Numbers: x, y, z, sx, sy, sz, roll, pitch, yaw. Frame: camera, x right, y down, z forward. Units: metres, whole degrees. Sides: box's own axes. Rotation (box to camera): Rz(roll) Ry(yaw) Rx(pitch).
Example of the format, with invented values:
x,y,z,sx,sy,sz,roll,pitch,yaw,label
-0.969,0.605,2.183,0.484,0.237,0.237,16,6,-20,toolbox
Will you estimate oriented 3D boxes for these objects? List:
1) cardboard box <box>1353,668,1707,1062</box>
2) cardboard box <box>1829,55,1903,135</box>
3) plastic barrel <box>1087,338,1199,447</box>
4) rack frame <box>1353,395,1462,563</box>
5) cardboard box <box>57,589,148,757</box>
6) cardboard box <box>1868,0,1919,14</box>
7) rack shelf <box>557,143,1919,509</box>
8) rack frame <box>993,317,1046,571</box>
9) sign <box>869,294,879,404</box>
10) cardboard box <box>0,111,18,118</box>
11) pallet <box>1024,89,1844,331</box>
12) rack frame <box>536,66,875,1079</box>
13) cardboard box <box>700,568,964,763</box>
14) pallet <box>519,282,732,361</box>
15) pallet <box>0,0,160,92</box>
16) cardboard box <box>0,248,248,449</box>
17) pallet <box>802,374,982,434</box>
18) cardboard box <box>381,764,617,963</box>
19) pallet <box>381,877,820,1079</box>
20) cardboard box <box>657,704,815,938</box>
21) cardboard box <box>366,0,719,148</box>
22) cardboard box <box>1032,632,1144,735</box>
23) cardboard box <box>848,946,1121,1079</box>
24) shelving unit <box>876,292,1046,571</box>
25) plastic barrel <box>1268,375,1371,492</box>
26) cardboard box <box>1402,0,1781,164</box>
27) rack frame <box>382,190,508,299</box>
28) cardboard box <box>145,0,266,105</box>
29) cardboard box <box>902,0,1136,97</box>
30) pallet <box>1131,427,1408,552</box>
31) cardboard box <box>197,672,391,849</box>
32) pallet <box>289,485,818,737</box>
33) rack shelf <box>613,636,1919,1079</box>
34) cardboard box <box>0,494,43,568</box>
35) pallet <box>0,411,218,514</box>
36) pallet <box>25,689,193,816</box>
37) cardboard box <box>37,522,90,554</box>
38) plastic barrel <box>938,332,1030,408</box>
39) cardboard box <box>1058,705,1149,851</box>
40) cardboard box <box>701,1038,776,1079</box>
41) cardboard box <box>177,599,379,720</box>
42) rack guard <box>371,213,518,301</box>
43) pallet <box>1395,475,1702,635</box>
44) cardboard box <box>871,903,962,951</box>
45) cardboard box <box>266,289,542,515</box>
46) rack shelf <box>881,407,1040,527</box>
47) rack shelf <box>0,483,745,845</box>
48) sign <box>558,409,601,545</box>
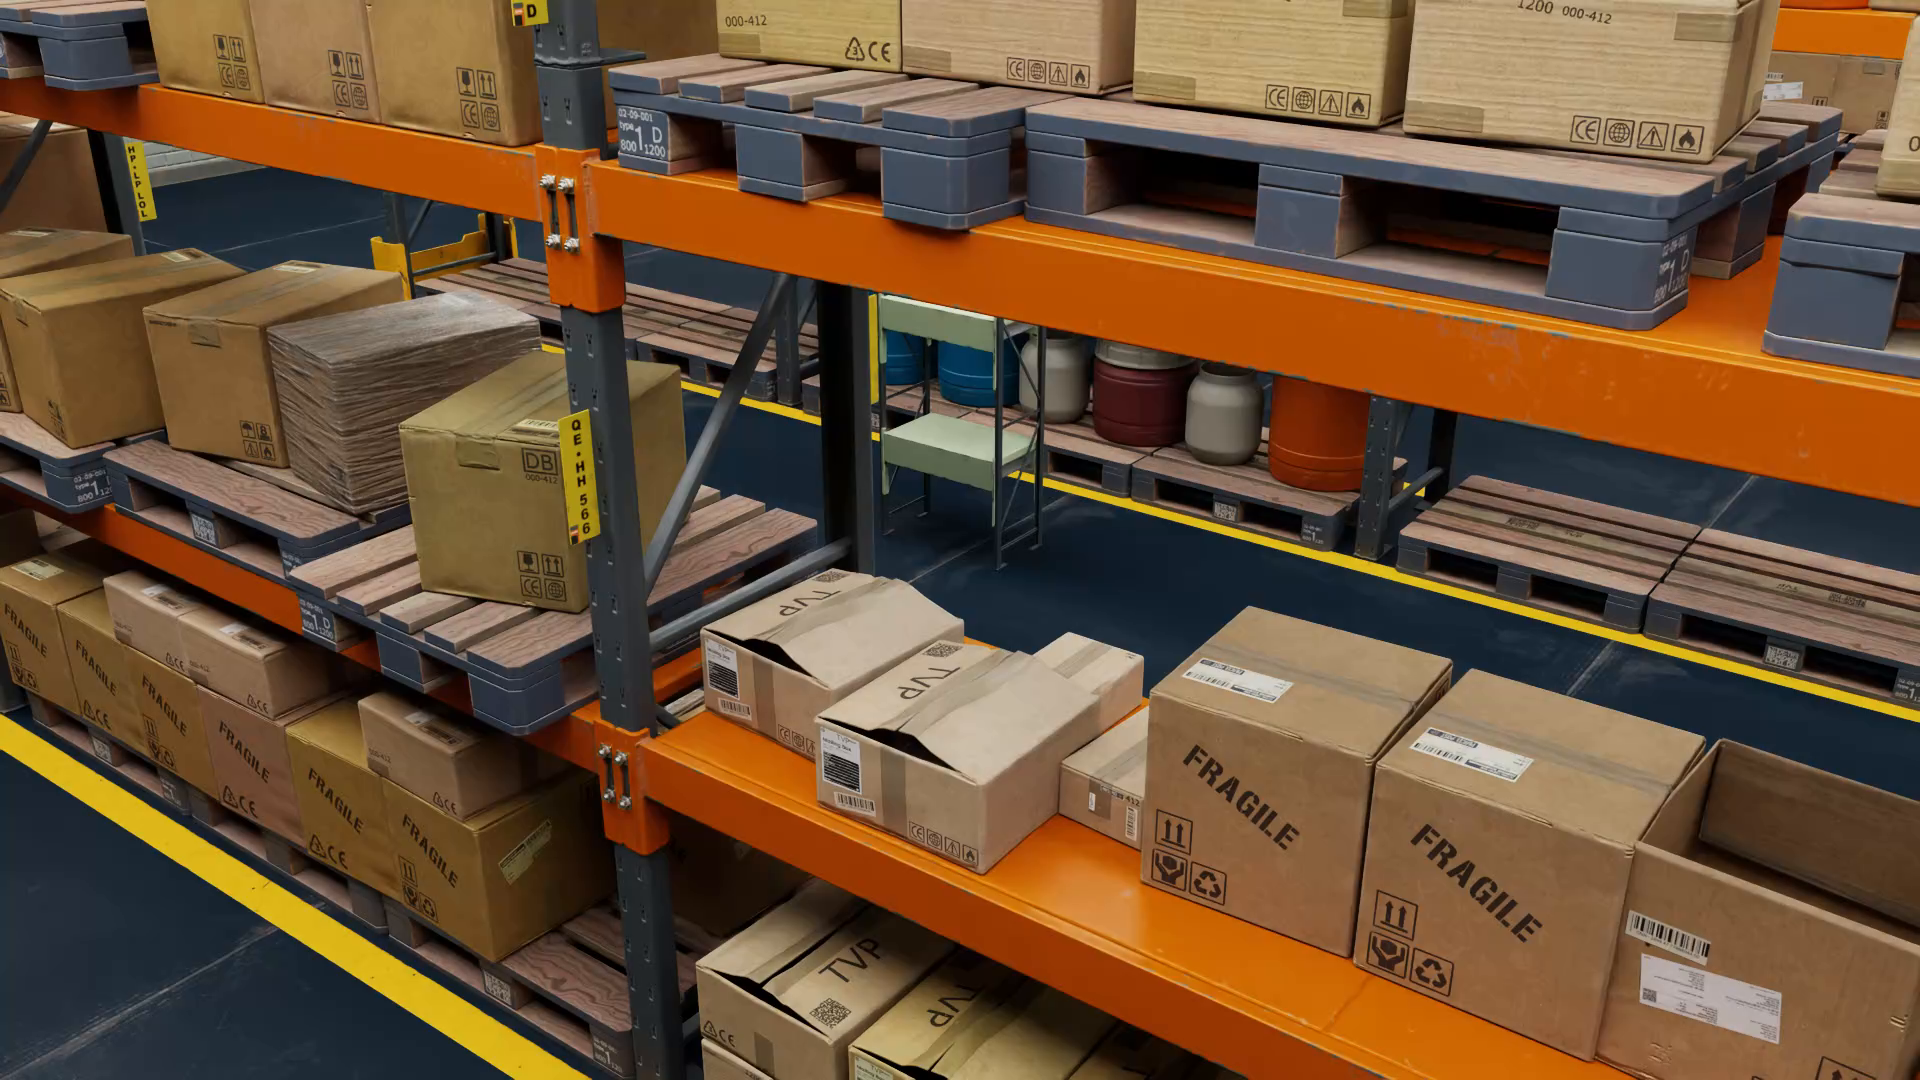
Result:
x,y,z,sx,sy,sz,roll,pitch,yaw,label
1.171,0.647,3.437,0.500,0.500,0.500,17,29,33,cardboard box
6.305,-3.048,11.302,0.700,0.500,0.500,-22,32,-40,cardboard box
1.066,-0.907,9.557,0.708,0.588,0.600,17,29,33,plastic barrel
2.372,-1.432,8.280,0.127,3.000,1.000,17,29,33,rack frame
-3.129,0.461,6.537,0.500,0.500,0.500,17,29,34,cardboard box
1.659,-0.999,2.312,0.500,0.500,0.500,20,31,38,cardboard box
0.998,-0.395,3.098,4.000,0.370,1.077,17,29,33,rack shelf
0.298,-0.596,8.243,0.023,1.500,0.400,17,29,33,rack frame
-0.272,-0.545,4.830,0.005,0.325,0.100,17,29,33,sign
-4.424,-1.635,7.376,0.500,0.500,0.500,16,28,32,cardboard box
0.891,-0.716,3.170,1.213,0.211,1.003,18,30,36,pallet
-0.602,0.165,4.655,0.127,3.000,1.000,17,29,33,rack frame
-0.337,0.308,4.441,0.500,0.311,0.500,19,30,36,cardboard box
-2.421,-1.583,12.082,1.213,0.211,1.003,17,29,33,pallet
-2.491,-1.659,5.307,1.003,0.211,1.213,17,29,33,pallet
-2.970,-0.707,5.991,0.700,0.500,0.500,-21,31,-39,cardboard box
-0.237,-0.923,10.584,1.213,0.211,1.003,17,29,33,pallet
-1.491,0.957,5.412,0.500,0.500,0.500,18,30,35,cardboard box
-1.177,1.249,5.655,1.213,0.211,1.003,17,29,33,pallet
-0.795,0.905,5.529,0.500,0.500,0.500,18,30,35,cardboard box
-0.971,-1.348,4.245,0.500,0.500,0.910,17,29,33,cardboard box
0.283,0.408,4.414,0.250,0.149,0.380,17,29,33,cardboard box
0.066,1.320,4.227,0.500,0.311,0.500,16,28,32,cardboard box
0.005,-0.685,8.444,0.755,1.500,0.431,17,29,33,shelving unit
1.970,-0.744,8.889,0.708,0.830,0.600,17,29,33,plastic barrel
1.105,-0.846,2.895,0.500,0.250,0.500,14,27,29,cardboard box
-4.030,-3.367,12.671,0.127,3.000,1.000,17,29,33,rack frame
-1.796,-1.597,4.810,0.500,0.500,0.910,17,29,33,cardboard box
0.225,-1.119,3.513,0.500,0.250,0.500,18,29,35,cardboard box
1.716,-0.333,9.244,1.213,0.211,1.003,17,29,33,pallet
-2.329,0.707,5.979,0.500,0.500,0.500,16,28,31,cardboard box
-1.187,0.112,5.014,1.003,0.211,1.213,17,29,33,pallet
0.998,0.978,3.702,4.000,0.370,1.077,17,29,33,rack shelf
-4.429,0.094,7.371,0.500,0.500,0.500,17,29,33,cardboard box
-3.229,-0.486,6.370,1.213,0.211,1.003,17,29,33,pallet
-3.129,0.659,6.994,1.213,0.211,1.003,17,29,33,pallet
-4.009,0.056,7.692,0.500,0.311,0.500,17,29,33,cardboard box
0.163,-1.323,10.114,0.708,0.901,0.600,17,29,33,plastic barrel
0.452,0.570,4.047,0.250,0.149,0.380,19,30,37,cardboard box
-0.359,1.453,4.622,0.500,0.250,0.500,17,29,33,cardboard box
-2.360,0.356,5.847,0.500,0.250,0.500,16,29,32,cardboard box
-4.057,-2.224,13.178,0.348,0.500,1.175,17,29,33,rack guard
2.968,0.044,8.389,1.213,0.211,1.003,17,29,33,pallet
-0.035,1.022,4.904,0.500,0.311,0.500,18,29,35,cardboard box
-1.791,-0.471,5.455,0.700,0.500,0.500,-20,31,-38,cardboard box
0.005,-0.386,8.575,0.720,0.370,0.431,17,29,33,rack shelf
-2.203,0.011,5.898,4.000,0.370,1.077,17,29,33,rack shelf
-0.920,-0.151,4.035,0.005,0.325,0.100,17,29,33,sign
